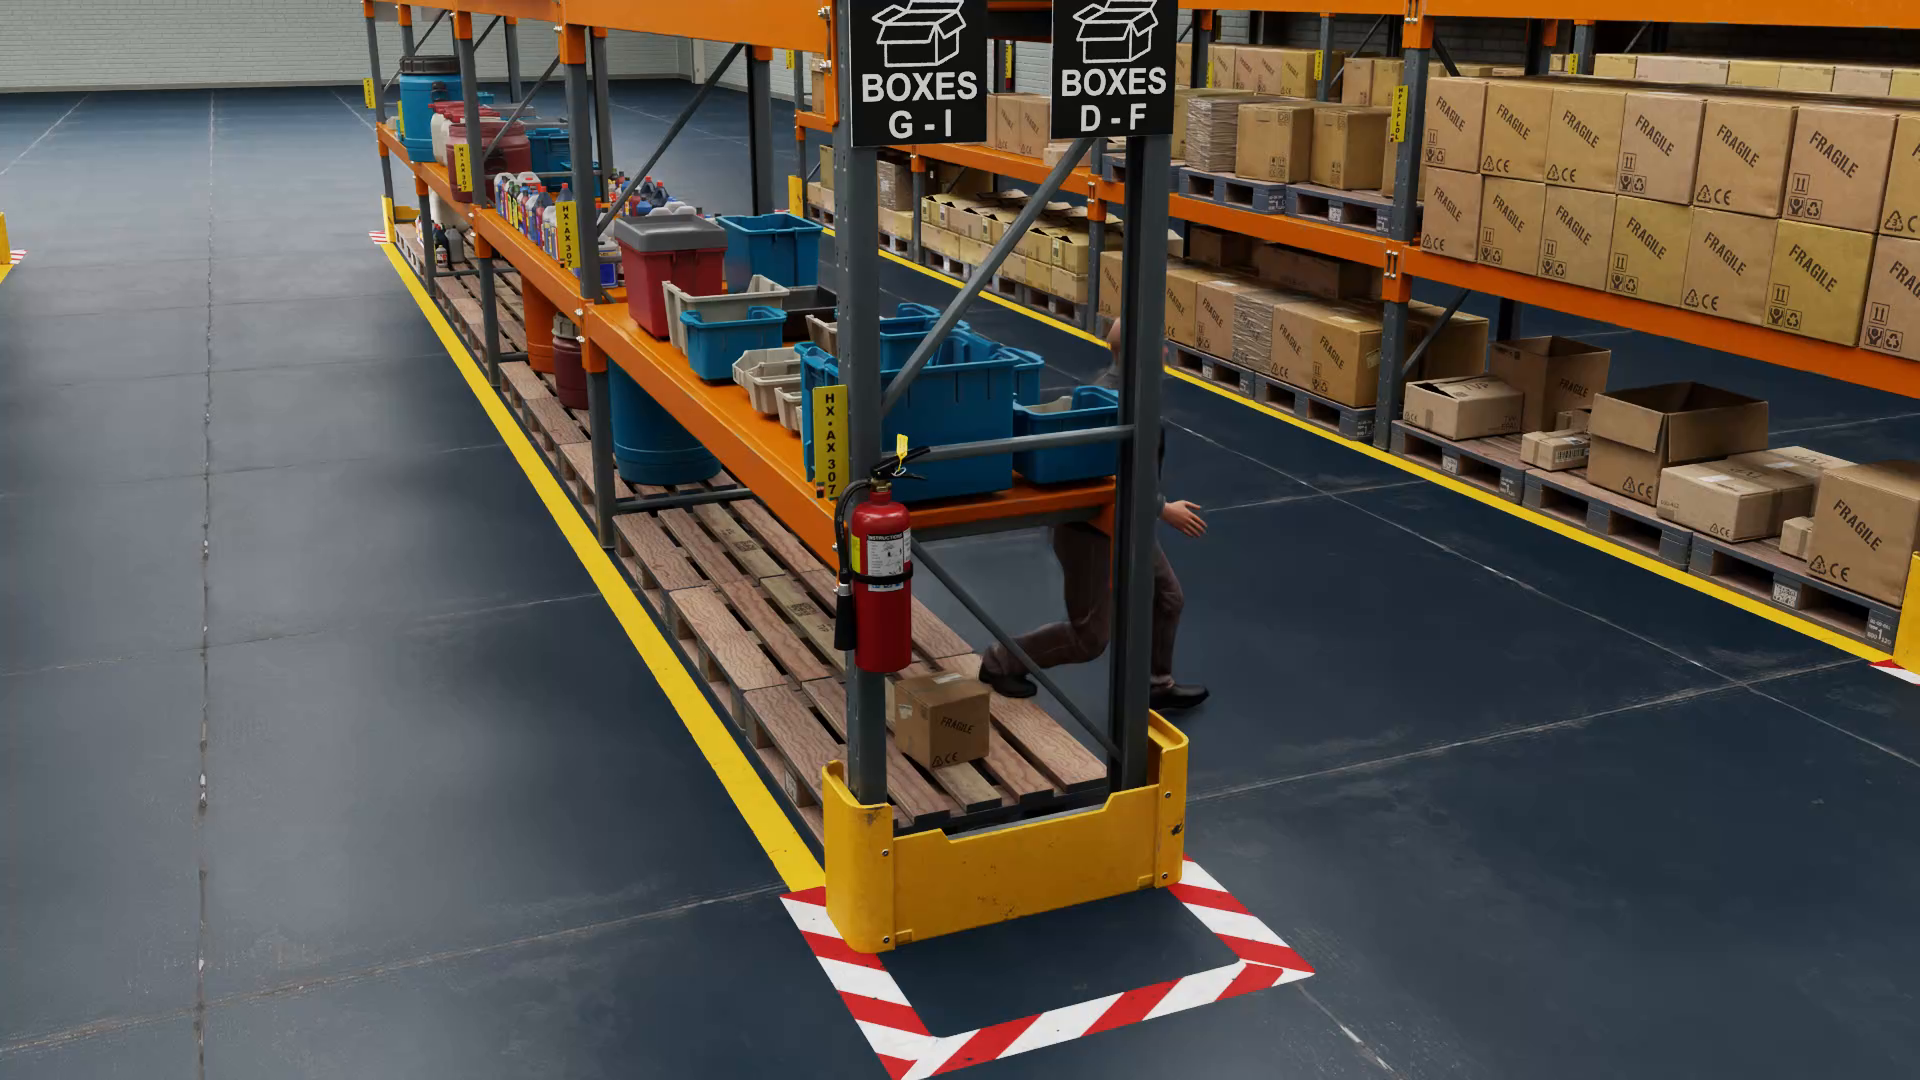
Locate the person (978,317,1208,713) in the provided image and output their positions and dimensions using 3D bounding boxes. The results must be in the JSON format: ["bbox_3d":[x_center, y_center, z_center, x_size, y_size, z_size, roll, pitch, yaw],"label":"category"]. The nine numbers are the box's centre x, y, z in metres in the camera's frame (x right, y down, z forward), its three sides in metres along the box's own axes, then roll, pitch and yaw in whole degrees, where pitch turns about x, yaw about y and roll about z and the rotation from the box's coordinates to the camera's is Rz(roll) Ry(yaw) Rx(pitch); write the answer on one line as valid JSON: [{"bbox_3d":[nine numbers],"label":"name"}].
[{"bbox_3d":[0.537,-0.016,6.408,0.872,1.579,0.672,6,20,18],"label":"person"}]
